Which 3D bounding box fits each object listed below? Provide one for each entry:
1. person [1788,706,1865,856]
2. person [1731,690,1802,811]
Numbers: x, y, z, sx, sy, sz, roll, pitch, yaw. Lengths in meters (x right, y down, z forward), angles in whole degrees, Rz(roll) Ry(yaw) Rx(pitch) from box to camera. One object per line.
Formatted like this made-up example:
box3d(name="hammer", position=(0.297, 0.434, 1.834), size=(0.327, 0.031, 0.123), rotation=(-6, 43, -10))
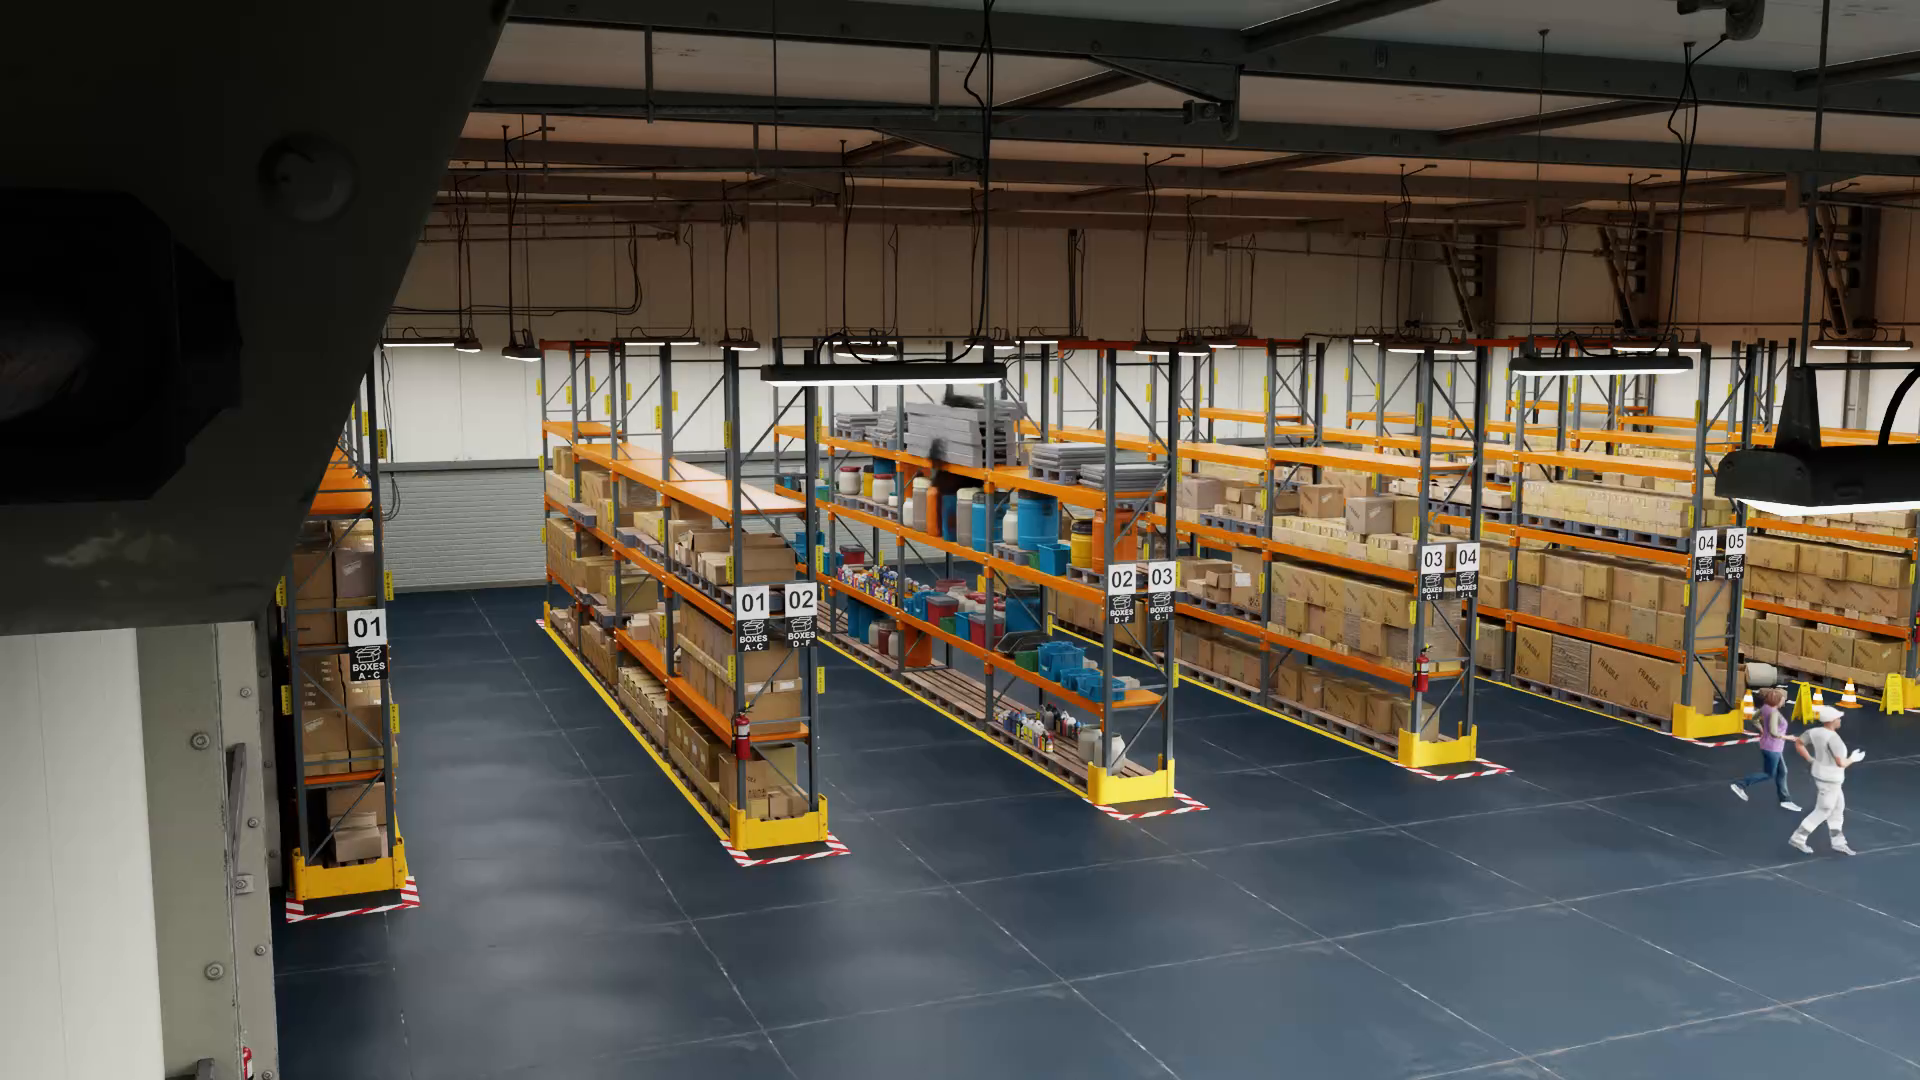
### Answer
box3d(name="person", position=(10.279, 2.867, 19.707), size=(0.828, 1.819, 0.639), rotation=(1, 7, 6))
box3d(name="person", position=(10.546, 2.734, 21.678), size=(0.877, 1.597, 0.553), rotation=(2, 8, 15))
